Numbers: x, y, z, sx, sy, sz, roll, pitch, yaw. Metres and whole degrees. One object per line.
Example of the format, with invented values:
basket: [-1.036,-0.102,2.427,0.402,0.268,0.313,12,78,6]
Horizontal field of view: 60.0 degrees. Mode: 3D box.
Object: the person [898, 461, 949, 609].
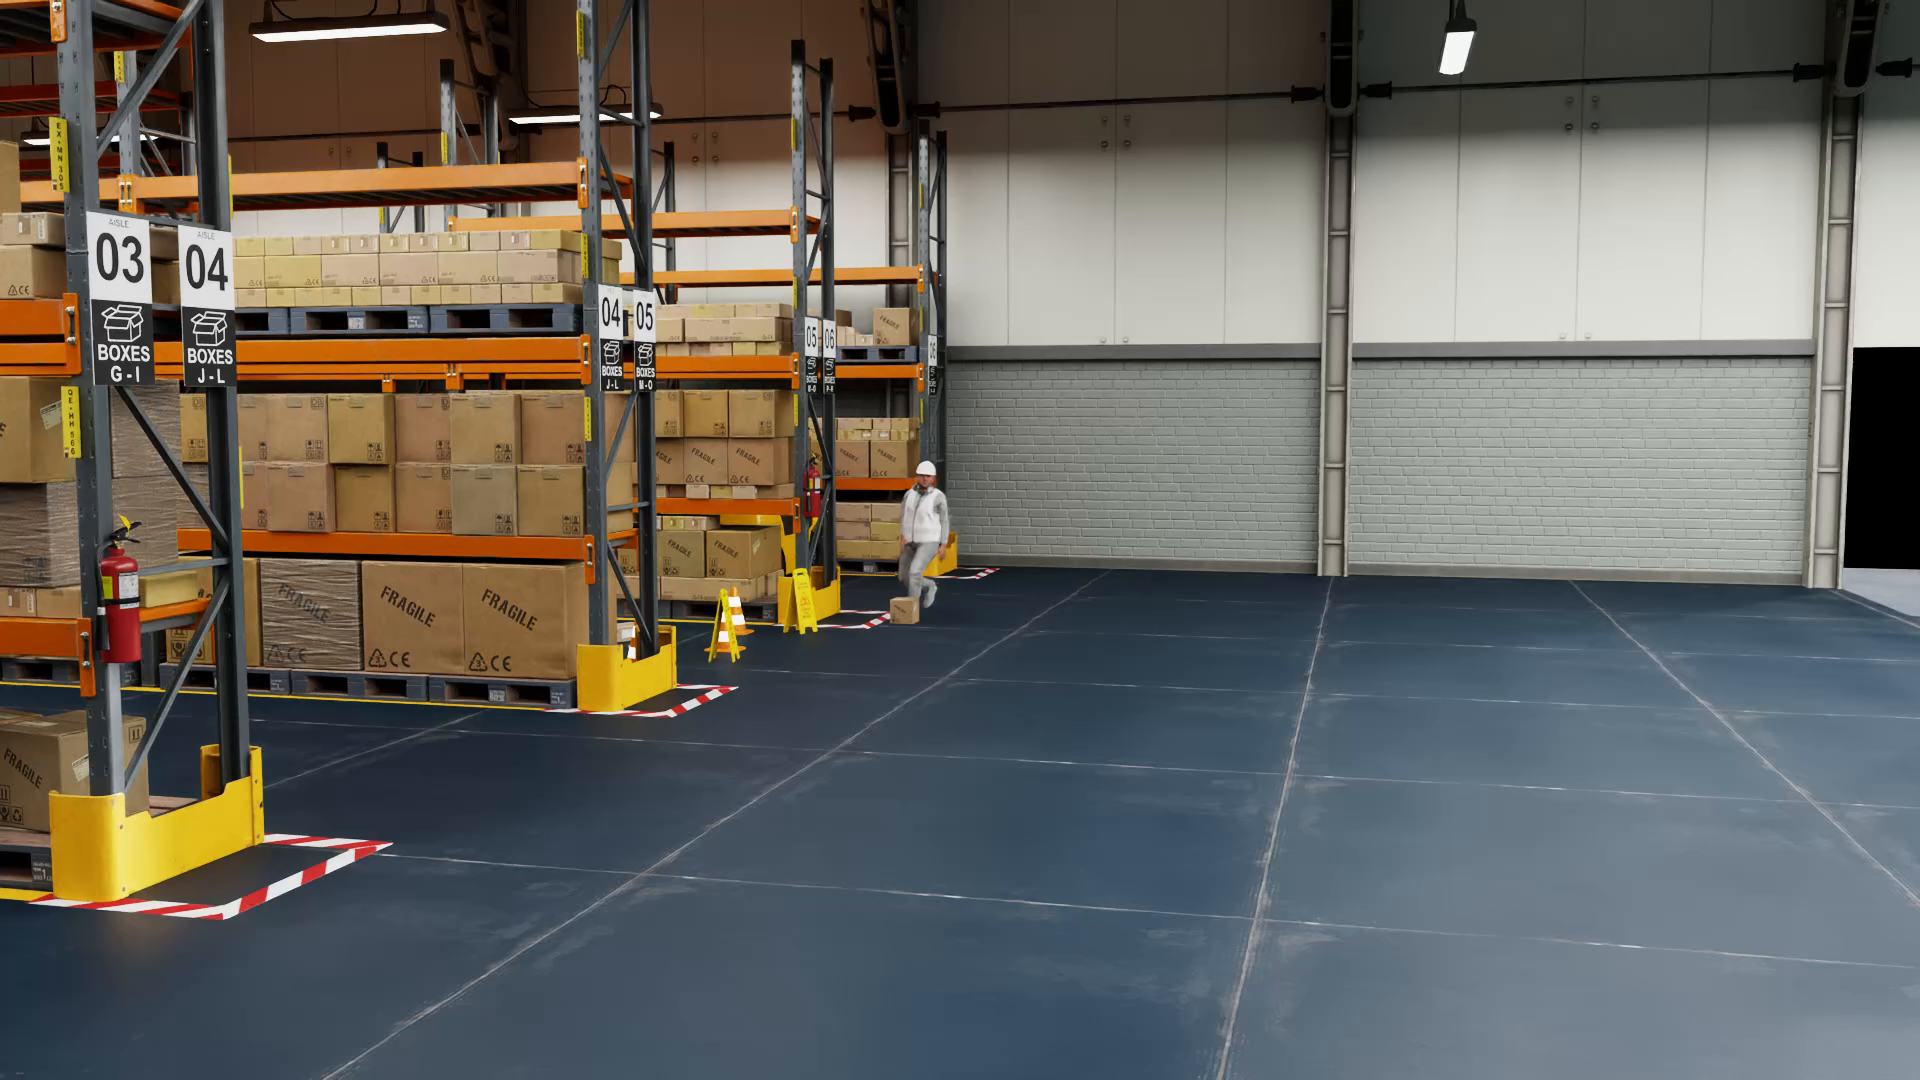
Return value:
person: [-0.428,-0.004,17.891,0.533,1.693,0.909,3,6,32]
